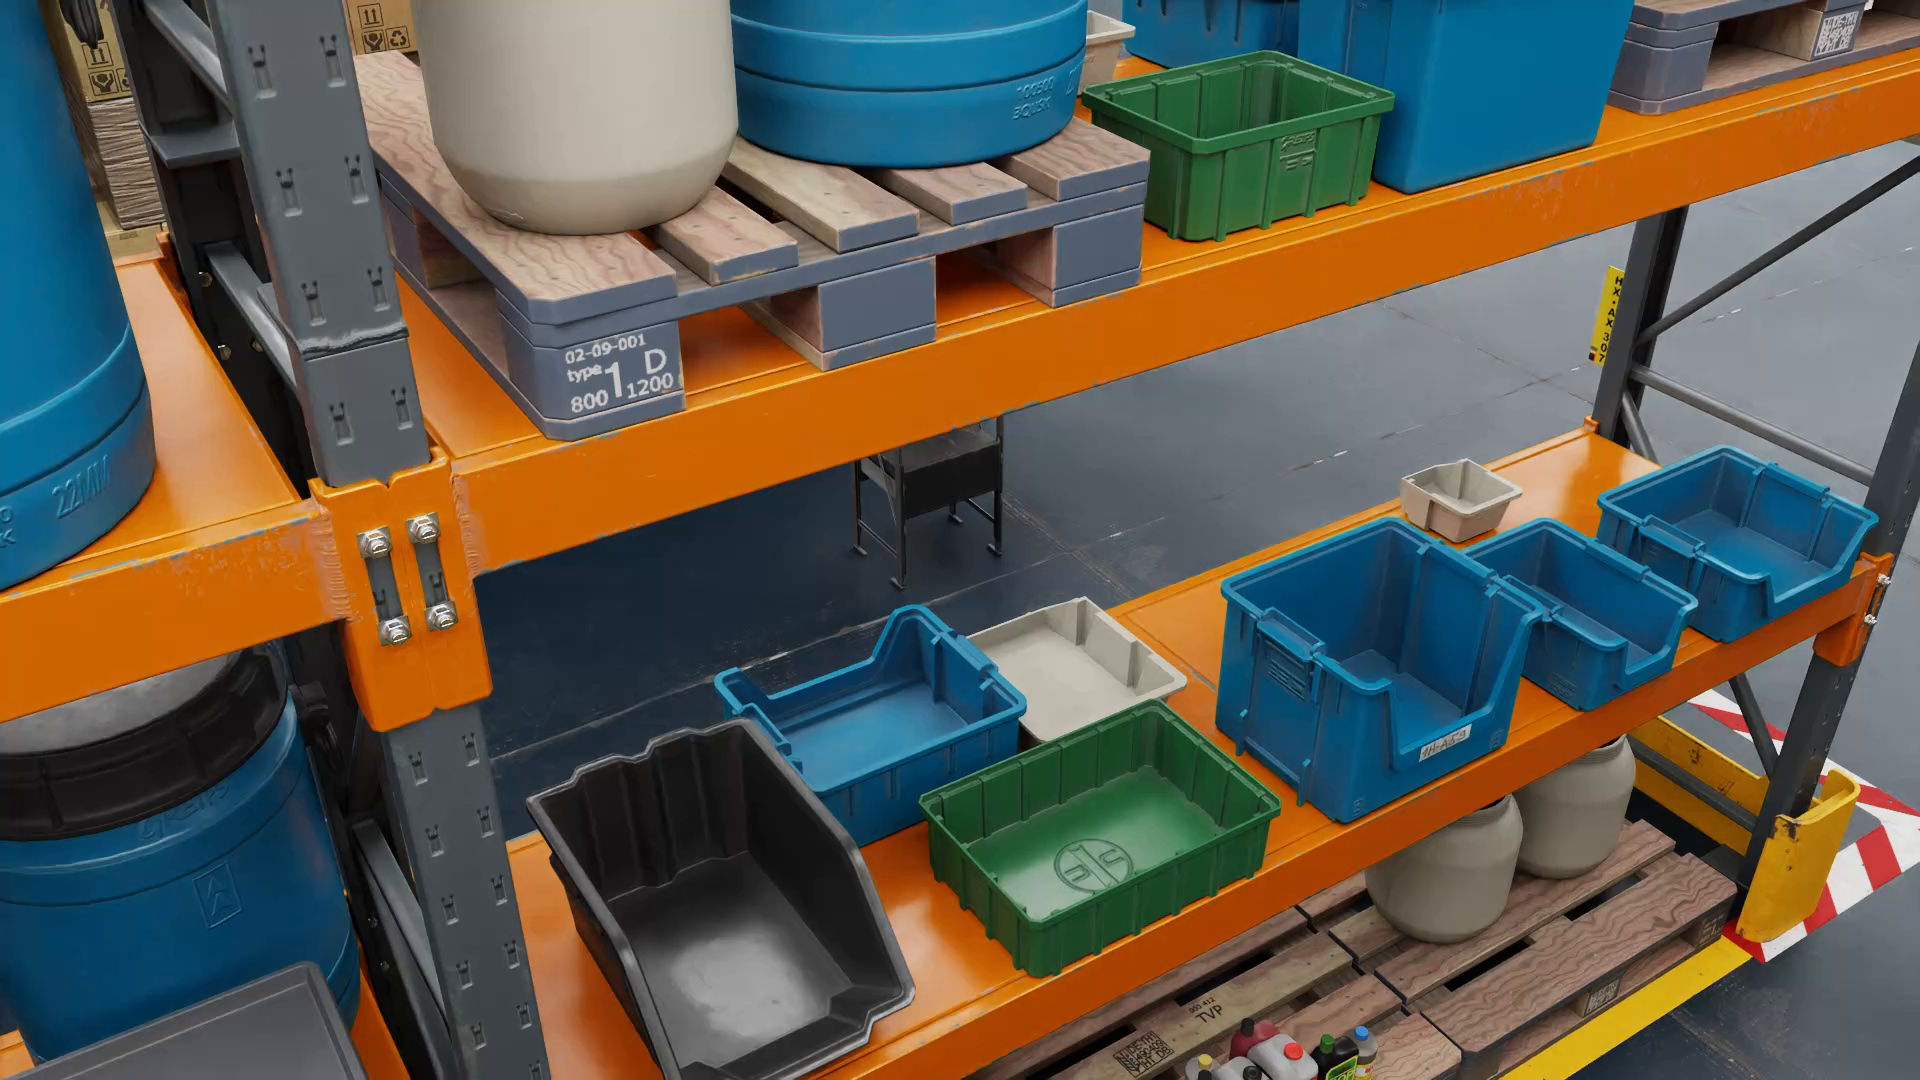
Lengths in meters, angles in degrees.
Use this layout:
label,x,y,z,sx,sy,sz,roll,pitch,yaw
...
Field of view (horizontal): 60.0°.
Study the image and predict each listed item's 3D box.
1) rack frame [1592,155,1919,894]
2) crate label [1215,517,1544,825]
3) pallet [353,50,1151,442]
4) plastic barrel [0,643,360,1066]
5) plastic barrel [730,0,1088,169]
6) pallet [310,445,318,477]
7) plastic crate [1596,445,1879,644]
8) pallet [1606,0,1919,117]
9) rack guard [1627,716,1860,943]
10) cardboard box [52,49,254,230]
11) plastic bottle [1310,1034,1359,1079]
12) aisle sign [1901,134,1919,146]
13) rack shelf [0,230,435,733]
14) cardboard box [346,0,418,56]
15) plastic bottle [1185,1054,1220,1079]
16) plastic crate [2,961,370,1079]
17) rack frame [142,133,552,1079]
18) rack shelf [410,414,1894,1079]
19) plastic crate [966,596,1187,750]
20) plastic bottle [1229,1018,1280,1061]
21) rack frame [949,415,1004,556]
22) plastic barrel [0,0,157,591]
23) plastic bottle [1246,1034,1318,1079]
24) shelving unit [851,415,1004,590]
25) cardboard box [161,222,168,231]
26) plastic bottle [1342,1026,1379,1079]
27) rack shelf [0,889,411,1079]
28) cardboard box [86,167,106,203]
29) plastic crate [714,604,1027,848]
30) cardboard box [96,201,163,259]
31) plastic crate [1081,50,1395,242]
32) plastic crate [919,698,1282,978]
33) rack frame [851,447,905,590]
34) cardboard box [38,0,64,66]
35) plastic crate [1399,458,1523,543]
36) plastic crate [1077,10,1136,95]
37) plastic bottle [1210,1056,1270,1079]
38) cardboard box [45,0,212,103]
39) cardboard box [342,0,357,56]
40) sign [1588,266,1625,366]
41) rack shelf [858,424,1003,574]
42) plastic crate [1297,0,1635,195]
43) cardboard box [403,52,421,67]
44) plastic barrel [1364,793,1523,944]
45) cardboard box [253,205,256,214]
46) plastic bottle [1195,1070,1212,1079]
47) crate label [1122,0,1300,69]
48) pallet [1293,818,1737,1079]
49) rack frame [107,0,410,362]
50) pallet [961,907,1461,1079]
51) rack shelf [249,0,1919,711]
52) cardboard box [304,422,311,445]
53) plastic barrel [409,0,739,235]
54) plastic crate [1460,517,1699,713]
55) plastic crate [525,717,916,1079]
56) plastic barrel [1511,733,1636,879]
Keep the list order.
label,x,y,z,sx,sy,sz,roll,pitch,yaw
rack frame,2.370,-0.340,4.978,0.127,3.000,1.000,-19,37,-27
crate label,0.970,0.298,3.933,0.616,0.435,0.502,-19,37,-27
pallet,-0.439,-0.625,2.795,1.003,0.211,1.213,-19,37,-27
plastic barrel,-1.481,0.580,3.049,0.708,0.901,0.600,-19,37,-27
plastic barrel,-0.097,-1.082,2.479,0.708,0.901,0.600,-19,37,-27
pallet,-3.130,-0.436,7.743,1.213,0.211,1.003,-19,37,-27
plastic crate,2.111,0.002,4.575,0.616,0.251,0.499,-19,37,-27
pallet,1.622,-1.334,3.918,1.213,0.211,1.003,-19,37,-27
rack guard,2.332,0.760,5.576,0.348,0.500,1.175,-19,37,-27
cardboard box,-3.264,-1.675,6.722,0.500,0.500,0.875,-19,37,-27
plastic bottle,0.976,1.392,4.365,0.133,0.283,0.061,-18,36,-26
aisle sign,2.591,-1.327,4.106,0.004,0.787,0.394,-19,37,-27
rack shelf,-2.673,0.430,1.620,4.000,0.370,1.077,-19,37,-27
cardboard box,-2.320,-2.302,6.777,0.500,0.500,0.500,-19,37,-27
plastic bottle,0.637,1.435,4.374,0.097,0.201,0.097,0,32,0
plastic crate,-1.233,1.066,2.688,0.583,0.464,0.402,-19,37,-27
rack frame,-0.992,0.816,3.145,0.127,3.000,1.000,-19,37,-27
rack shelf,0.689,0.542,4.253,4.000,0.370,1.077,-19,37,-27
plastic crate,0.236,0.345,4.139,0.437,0.136,0.530,-19,37,-27
plastic bottle,0.779,1.363,4.411,0.133,0.283,0.061,-19,37,-27
rack frame,0.066,-0.911,6.726,0.015,2.100,0.400,-19,37,-27
plastic barrel,-1.302,-0.420,1.823,0.708,0.901,0.600,-19,37,-27
plastic bottle,0.837,1.414,4.338,0.135,0.276,0.152,-19,37,-27
shelving unit,-0.139,-0.840,6.614,0.503,2.100,0.431,-19,37,-27
cardboard box,-3.115,-1.292,6.723,0.250,0.149,0.380,-19,37,-27
plastic bottle,1.064,1.385,4.454,0.097,0.201,0.097,0,32,0
rack shelf,-2.673,1.698,2.420,4.000,0.370,1.077,-19,37,-27
cardboard box,-3.654,-1.493,7.040,0.250,0.149,0.380,-19,37,-27
plastic crate,-0.209,0.437,3.885,0.616,0.251,0.499,-19,37,-27
cardboard box,-3.332,-1.226,6.618,0.250,0.149,0.380,-19,37,-27
plastic crate,0.482,-0.697,2.931,0.450,0.188,0.336,-19,37,-27
plastic crate,0.302,0.640,3.623,0.662,0.188,0.450,-19,37,-27
rack frame,-0.344,-0.770,6.502,0.015,2.100,0.400,-19,37,-27
cardboard box,-3.446,-2.249,6.695,0.500,0.500,0.500,-19,37,-27
plastic crate,1.443,-0.114,4.867,0.250,0.136,0.298,-19,37,-27
plastic crate,0.138,-0.986,3.438,0.396,0.136,0.243,-19,37,-27
plastic bottle,0.721,1.454,4.274,0.135,0.276,0.152,-20,37,-29
cardboard box,-3.160,-2.012,6.318,0.500,0.500,0.500,-19,37,-27
cardboard box,-2.740,-2.157,6.549,0.500,0.500,0.500,-19,37,-27
sign,2.076,-0.705,5.297,0.005,0.325,0.100,-19,37,-27
rack shelf,-0.139,-0.237,6.995,0.480,0.518,0.431,-19,37,-27
plastic crate,0.930,-0.916,3.094,0.575,0.384,0.392,-19,37,-27
cardboard box,-2.459,-1.994,7.227,0.500,0.500,0.875,-19,37,-27
plastic barrel,1.437,0.904,4.944,0.421,0.512,0.421,0,32,0
cardboard box,-2.920,-1.377,6.857,0.250,0.149,0.380,-19,37,-27
plastic bottle,0.584,1.472,4.176,0.185,0.351,0.144,-17,36,-25
crate label,0.618,-1.153,3.594,0.408,0.251,0.502,-19,37,-27
pallet,1.646,1.115,5.285,1.213,0.211,1.003,-19,37,-27
rack frame,-0.992,-1.721,1.544,0.127,3.000,1.000,-19,37,-27
pallet,0.621,1.465,4.729,1.213,0.211,1.003,-19,37,-27
rack shelf,0.689,-0.726,3.453,4.000,0.370,1.077,-19,37,-27
cardboard box,-2.840,-0.792,7.643,0.500,0.500,0.500,-8,33,-12
plastic barrel,-0.524,-0.714,2.260,0.421,0.512,0.421,0,32,0
plastic crate,1.562,0.187,4.282,0.408,0.251,0.499,-19,37,-27
plastic crate,-0.483,0.748,3.311,0.504,0.338,0.767,-19,37,-27
plastic barrel,1.858,0.759,5.174,0.421,0.512,0.421,0,32,0
